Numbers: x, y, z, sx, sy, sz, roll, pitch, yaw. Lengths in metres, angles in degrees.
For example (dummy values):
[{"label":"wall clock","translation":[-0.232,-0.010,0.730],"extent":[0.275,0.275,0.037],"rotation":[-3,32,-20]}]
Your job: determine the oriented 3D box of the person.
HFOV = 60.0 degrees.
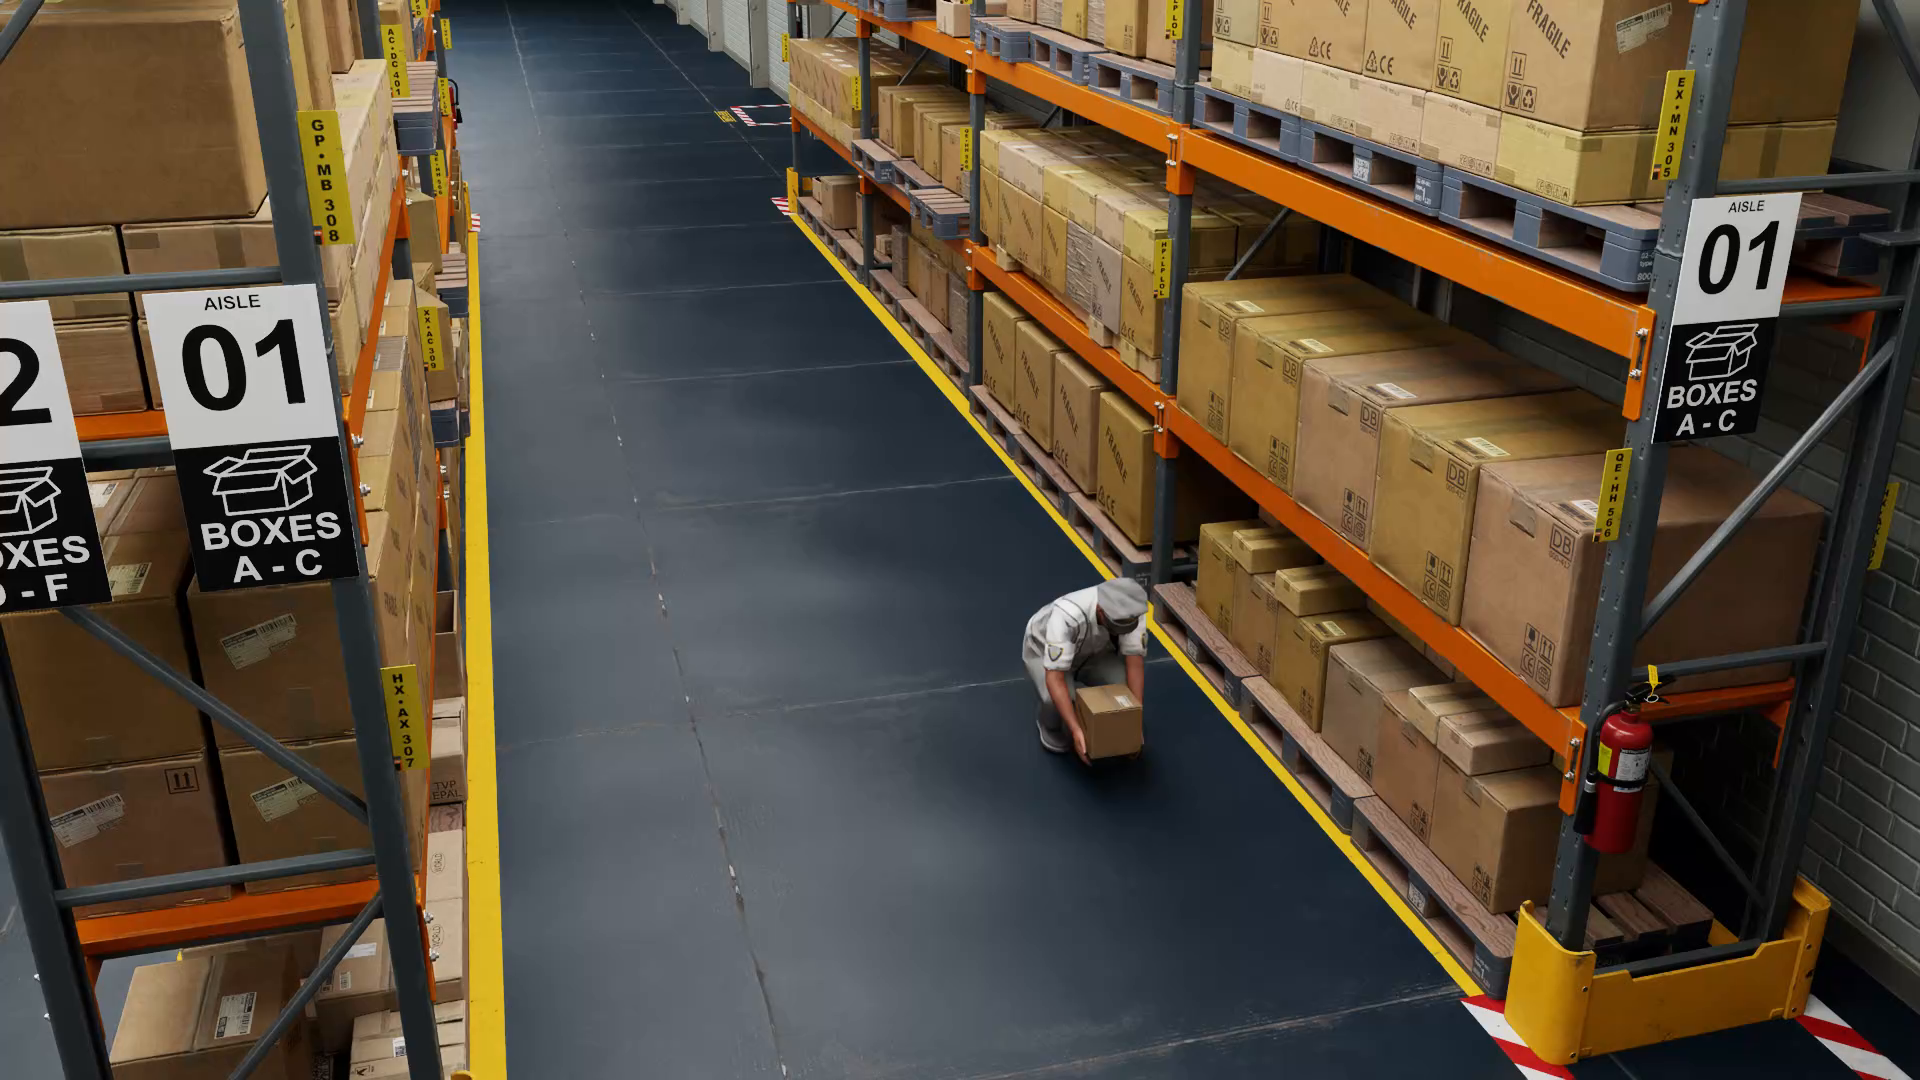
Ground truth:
[{"label":"person","translation":[0.626,0.574,8.200],"extent":[0.548,1.008,0.893],"rotation":[-6,24,-15]}]
